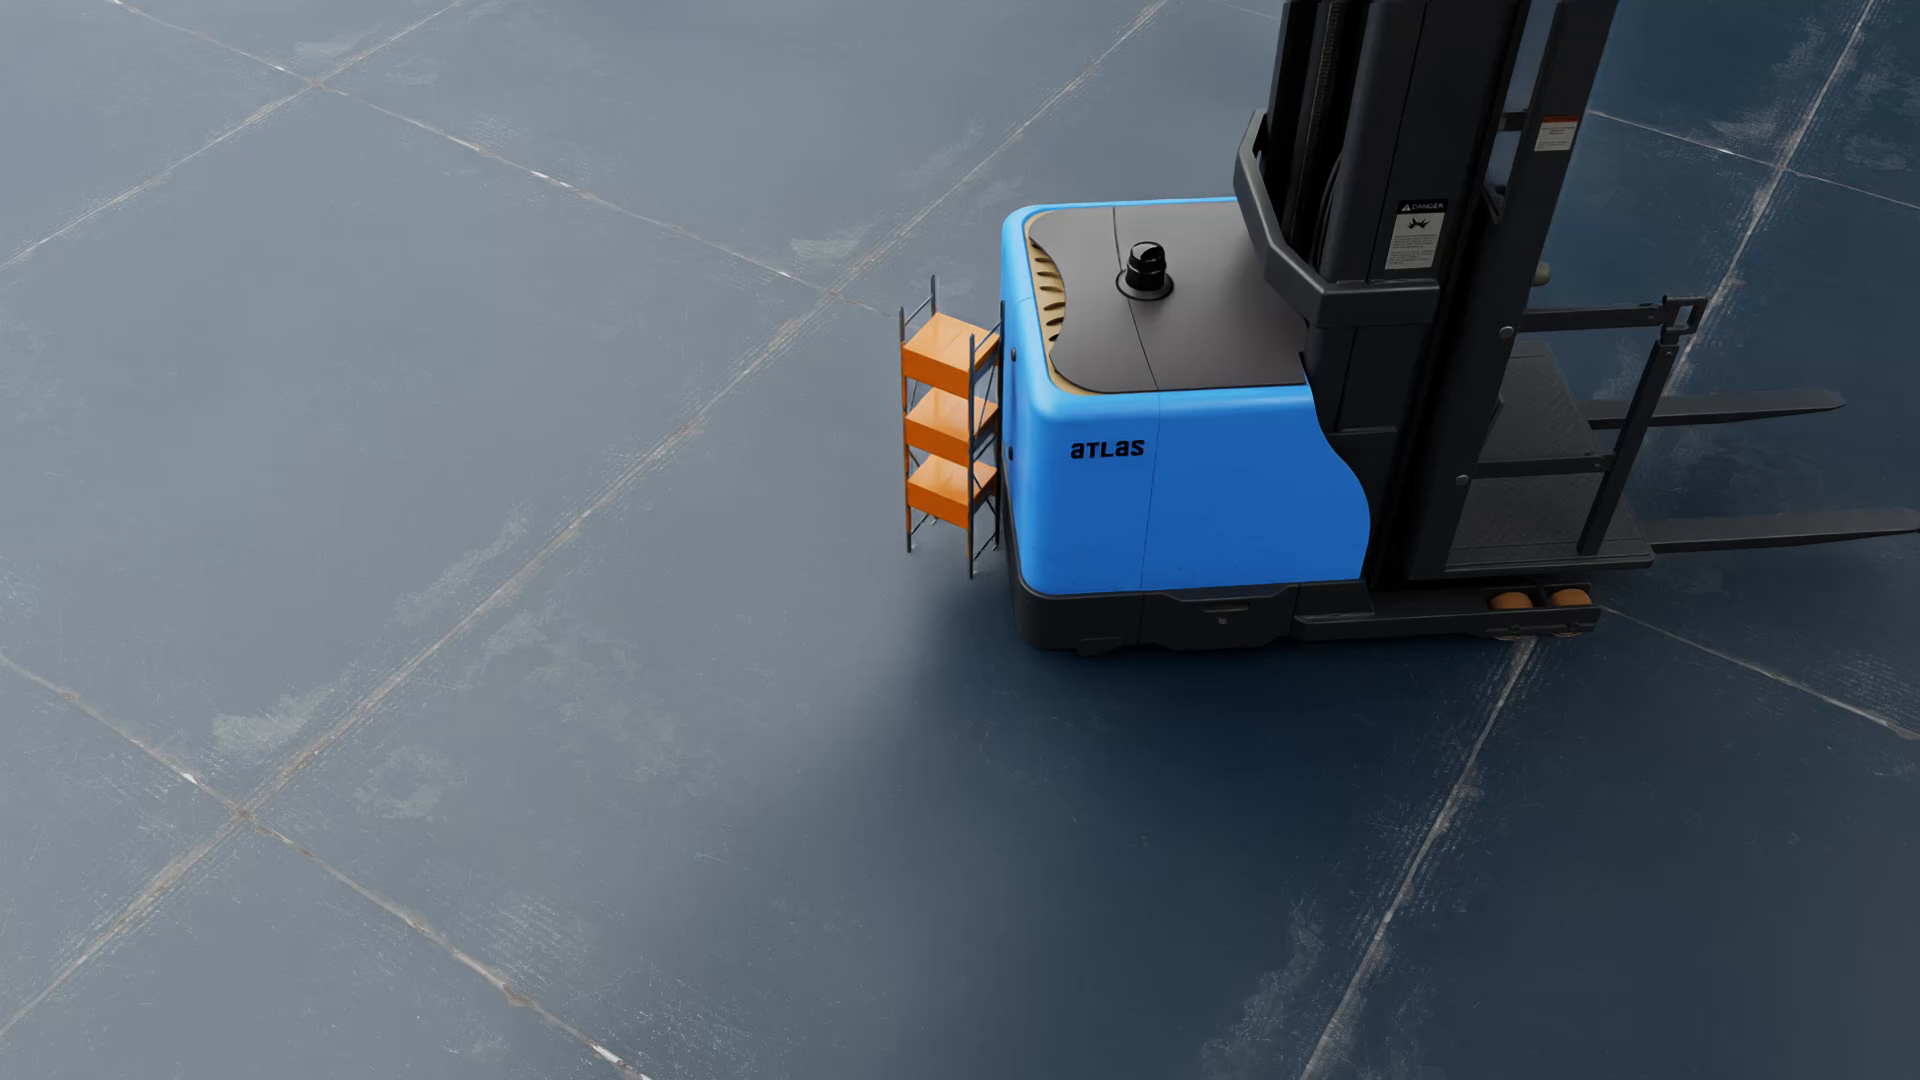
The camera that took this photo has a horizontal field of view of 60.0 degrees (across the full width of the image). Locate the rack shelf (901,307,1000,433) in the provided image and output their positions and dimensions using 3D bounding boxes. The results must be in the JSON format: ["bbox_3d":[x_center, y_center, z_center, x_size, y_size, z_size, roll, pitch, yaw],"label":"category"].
[{"bbox_3d":[-0.023,-0.527,5.150,0.240,0.259,0.215,23,50,21],"label":"rack shelf"}]

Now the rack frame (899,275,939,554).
[{"bbox_3d":[-0.128,-0.381,5.389,0.008,1.050,0.200,23,50,21],"label":"rack frame"}]

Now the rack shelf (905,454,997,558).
[{"bbox_3d":[-0.023,-0.136,5.552,0.240,0.259,0.215,23,50,21],"label":"rack shelf"}]

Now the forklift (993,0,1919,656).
[{"bbox_3d":[1.663,-1.072,4.748,3.031,2.935,1.130,-3,46,-3],"label":"forklift"}]

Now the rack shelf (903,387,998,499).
[{"bbox_3d":[-0.023,-0.330,5.353,0.240,0.259,0.215,23,50,21],"label":"rack shelf"}]

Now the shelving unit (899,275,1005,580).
[{"bbox_3d":[-0.023,-0.337,5.345,0.252,1.050,0.215,23,50,21],"label":"shelving unit"}]

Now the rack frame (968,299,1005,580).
[{"bbox_3d":[0.082,-0.293,5.302,0.008,1.050,0.200,23,50,21],"label":"rack frame"}]
